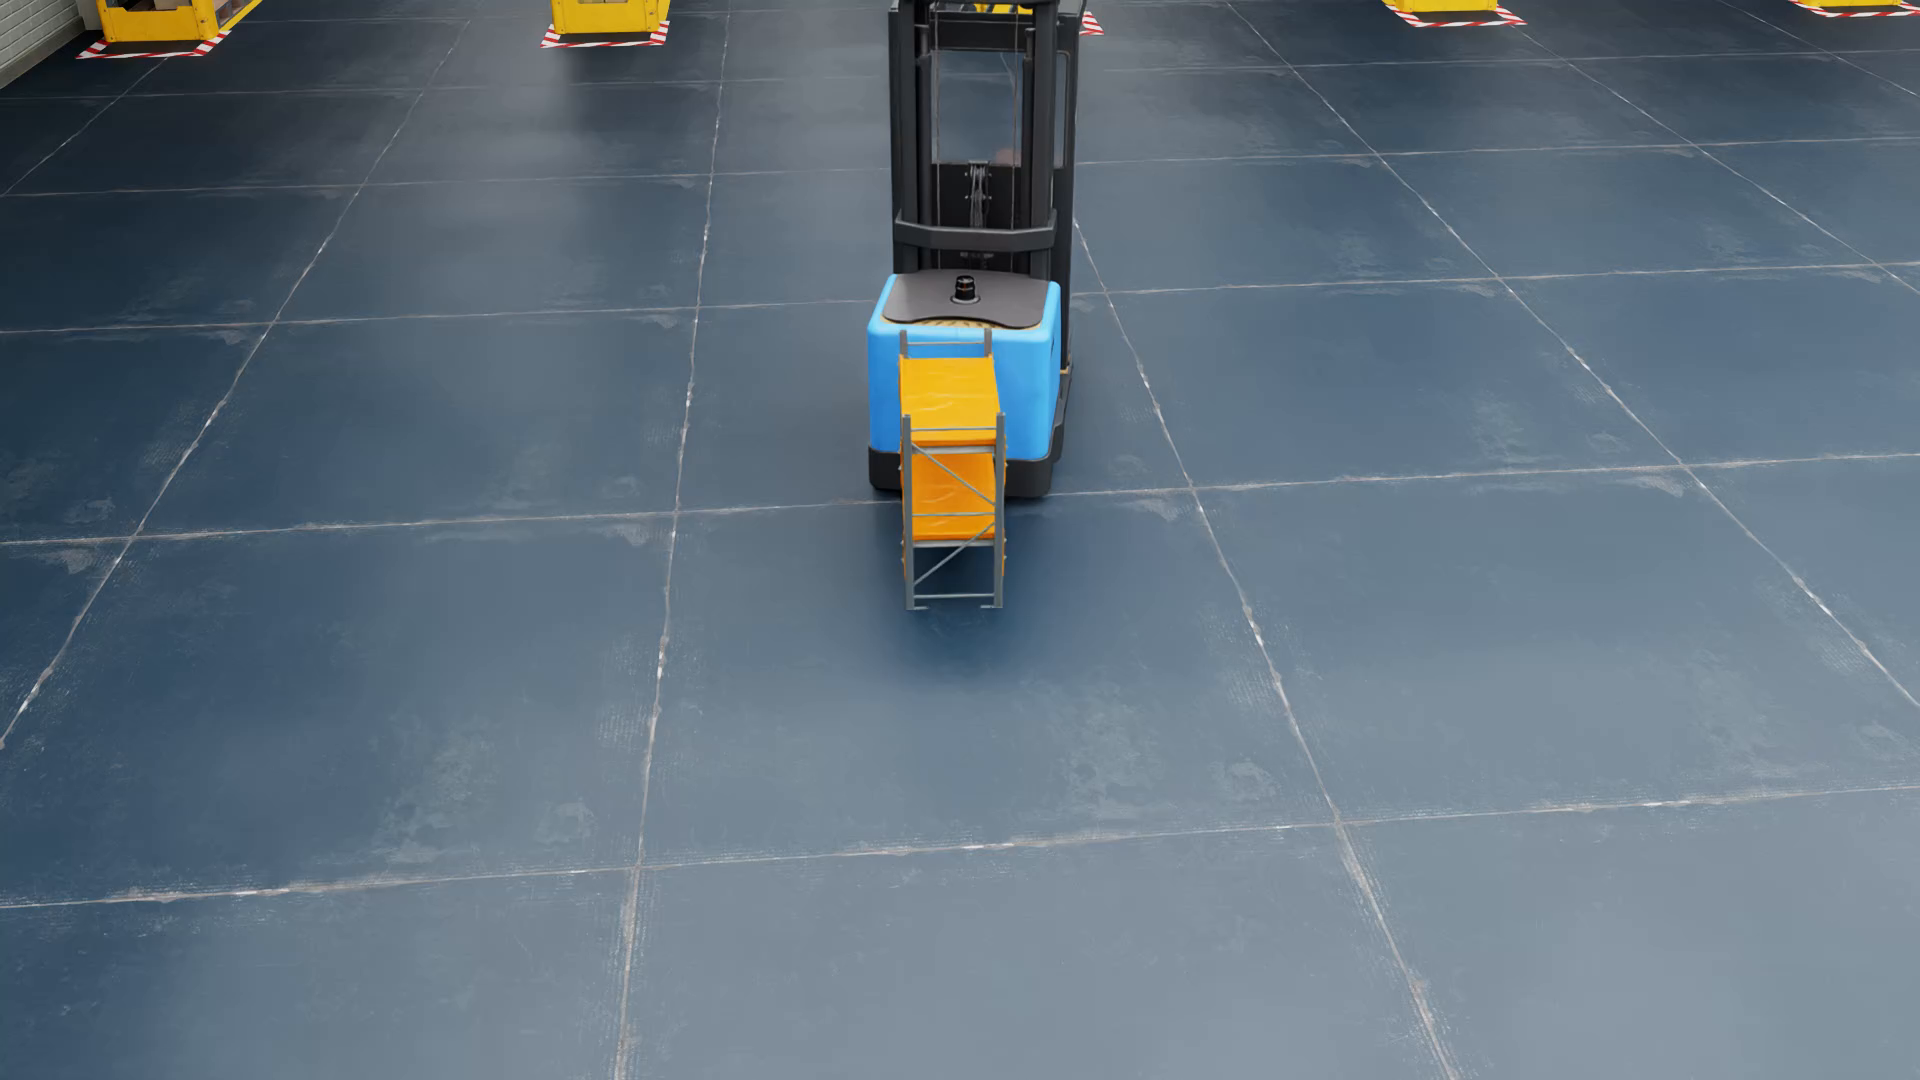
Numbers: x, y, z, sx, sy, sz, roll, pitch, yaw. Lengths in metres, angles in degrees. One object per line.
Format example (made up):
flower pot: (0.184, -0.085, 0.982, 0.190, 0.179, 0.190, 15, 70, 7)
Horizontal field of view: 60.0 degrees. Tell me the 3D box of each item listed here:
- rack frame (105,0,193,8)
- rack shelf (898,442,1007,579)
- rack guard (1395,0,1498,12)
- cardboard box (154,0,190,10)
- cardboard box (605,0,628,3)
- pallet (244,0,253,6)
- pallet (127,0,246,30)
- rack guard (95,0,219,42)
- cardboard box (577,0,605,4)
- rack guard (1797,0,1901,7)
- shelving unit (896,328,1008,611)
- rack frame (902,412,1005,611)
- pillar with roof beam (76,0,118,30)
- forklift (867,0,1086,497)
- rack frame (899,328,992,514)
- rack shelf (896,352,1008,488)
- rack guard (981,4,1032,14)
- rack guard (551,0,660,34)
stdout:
rack frame: (-8.973, -6.916, 17.903, 1.000, 3.000, 0.127, -3, 31, -5)
rack shelf: (-0.054, -0.177, 8.926, 0.538, 0.278, 1.000, -1, 31, -2)
rack guard: (5.815, -6.593, 19.801, 1.175, 0.500, 0.348, -3, 31, -5)
cardboard box: (-8.948, -6.308, 19.079, 0.500, 0.311, 0.500, -6, 31, -10)
cardboard box: (-3.870, -6.439, 19.377, 0.500, 0.250, 0.500, -3, 31, -5)
pallet: (-9.132, -6.795, 20.421, 1.003, 0.211, 1.213, -3, 31, -5)
pallet: (-9.021, -6.174, 19.381, 1.003, 0.211, 1.213, -3, 31, -5)
rack guard: (-8.980, -5.882, 18.609, 1.175, 0.500, 0.348, -3, 31, -5)
cardboard box: (-4.386, -6.415, 19.336, 0.500, 0.250, 0.500, -3, 31, -5)
rack guard: (10.772, -6.728, 20.027, 1.175, 0.500, 0.348, -3, 31, -5)
shelving unit: (-0.054, -0.387, 8.800, 0.538, 1.125, 1.048, -1, 31, -2)
rack frame: (-0.031, -0.126, 8.364, 0.500, 1.125, 0.032, -1, 31, -2)
pillar with roof beam: (-5.614, -10.014, 17.239, 9.100, 9.000, 0.400, -3, 31, -5)
forklift: (0.165, -2.236, 10.136, 1.130, 2.935, 3.031, 4, 31, 6)
rack frame: (-0.077, -0.647, 9.236, 0.500, 1.125, 0.032, -1, 31, -2)
rack shelf: (-0.054, -0.638, 8.650, 0.538, 0.278, 1.000, -1, 31, -2)
rack guard: (0.837, -6.354, 19.400, 1.175, 0.500, 0.348, -3, 31, -5)
rack guard: (-4.039, -6.070, 18.924, 1.175, 0.500, 0.348, -3, 31, -5)
